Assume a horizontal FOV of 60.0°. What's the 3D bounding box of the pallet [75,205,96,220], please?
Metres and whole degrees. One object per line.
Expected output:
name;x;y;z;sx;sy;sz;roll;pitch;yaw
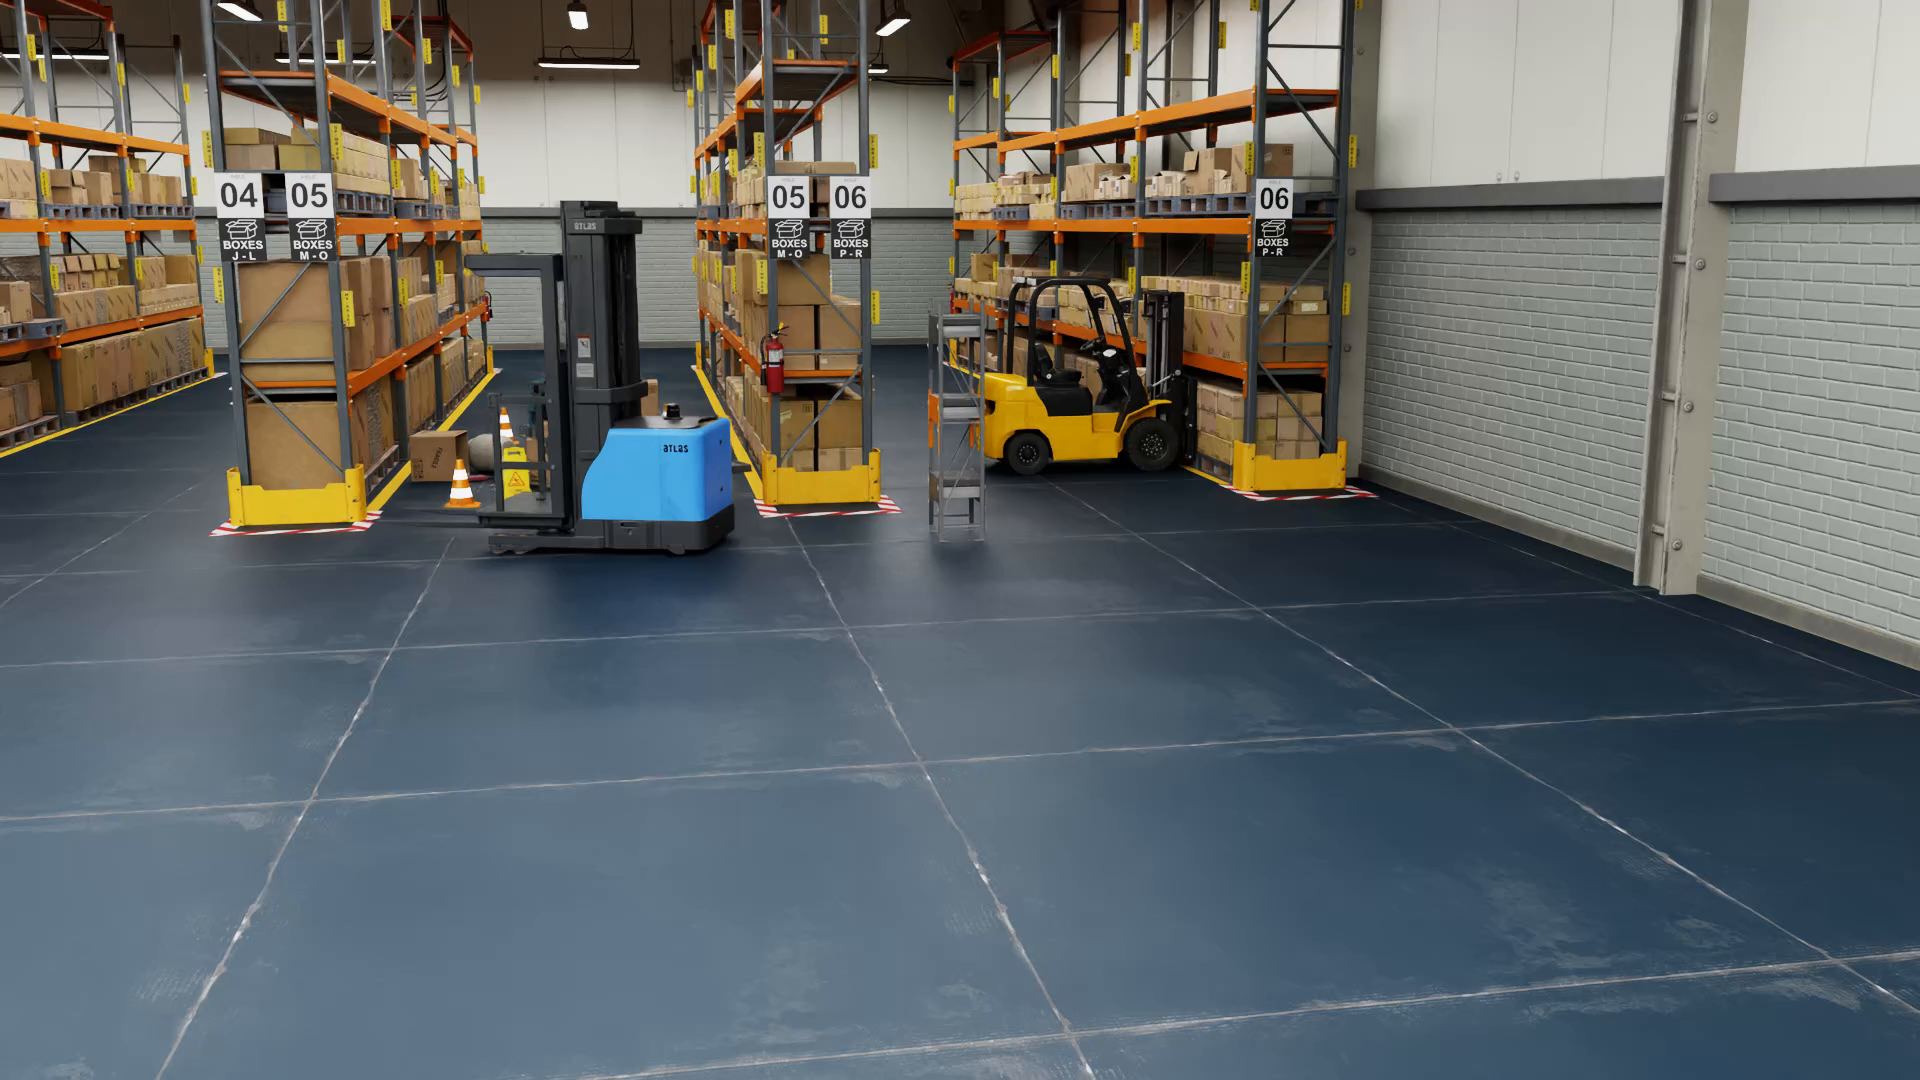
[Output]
pallet;-13.055;-4.667;23.676;1.003;0.211;1.213;-2;11;-8

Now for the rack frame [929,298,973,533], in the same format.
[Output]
rack frame;-0.080;-1.107;14.895;0.400;2.100;0.015;-2;11;-11

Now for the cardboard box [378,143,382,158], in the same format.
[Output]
cardboard box;-6.513;-4.243;18.090;0.380;0.149;0.250;-2;11;-11

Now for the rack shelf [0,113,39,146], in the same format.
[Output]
rack shelf;-12.268;-4.995;19.868;1.077;0.370;4.000;-2;11;-11

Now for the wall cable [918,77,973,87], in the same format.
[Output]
wall cable;0.534;-11.735;37.408;2.988;3.039;0.133;-2;11;-11

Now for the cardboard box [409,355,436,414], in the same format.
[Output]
cardboard box;-7.742;-2.113;22.669;1.050;0.750;0.750;-2;11;-12

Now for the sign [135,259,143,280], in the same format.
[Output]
sign;-12.905;-4.250;26.118;0.100;0.325;0.005;-2;11;-11

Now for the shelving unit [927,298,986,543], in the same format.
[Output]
shelving unit;-0.032;-1.062;14.660;0.431;2.100;0.503;-2;11;-11

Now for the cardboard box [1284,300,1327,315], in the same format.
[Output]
cardboard box;3.676;-2.479;17.695;0.380;0.149;0.250;-2;11;-12

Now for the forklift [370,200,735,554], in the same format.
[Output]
forklift;-3.562;-1.417;14.300;3.031;2.935;1.130;1;11;7

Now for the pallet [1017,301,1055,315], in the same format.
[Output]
pallet;1.549;-3.769;26.988;1.003;0.211;1.213;-2;11;-11

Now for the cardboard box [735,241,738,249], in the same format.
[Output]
cardboard box;-3.678;-5.077;28.672;0.380;0.149;0.250;-2;11;-12

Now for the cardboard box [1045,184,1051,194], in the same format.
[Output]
cardboard box;1.526;-5.400;25.560;0.380;0.149;0.250;-2;11;-13

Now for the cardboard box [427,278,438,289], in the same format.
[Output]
cardboard box;-7.821;-3.737;24.264;0.380;0.149;0.250;-3;11;-13

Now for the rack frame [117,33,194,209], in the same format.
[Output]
rack frame;-14.213;-7.379;29.400;1.000;3.000;0.127;-2;11;-11

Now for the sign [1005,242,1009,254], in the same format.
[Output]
sign;0.924;-5.714;32.755;0.100;0.325;0.005;-2;11;-11

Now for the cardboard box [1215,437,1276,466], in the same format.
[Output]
cardboard box;3.086;-0.969;17.998;0.500;0.250;0.500;-2;11;-11

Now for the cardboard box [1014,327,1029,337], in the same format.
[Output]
cardboard box;1.060;-3.562;28.420;0.380;0.149;0.250;-3;11;-14

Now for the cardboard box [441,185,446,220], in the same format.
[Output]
cardboard box;-7.829;-4.947;24.375;0.500;0.500;0.500;-2;11;-11

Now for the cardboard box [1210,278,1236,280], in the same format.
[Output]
cardboard box;3.251;-3.100;20.164;0.380;0.149;0.250;-2;11;-12

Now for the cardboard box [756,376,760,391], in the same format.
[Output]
cardboard box;-2.025;-1.698;18.083;0.380;0.149;0.250;-2;11;-9

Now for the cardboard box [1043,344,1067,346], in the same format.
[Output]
cardboard box;1.489;-3.034;26.441;0.380;0.149;0.250;-2;11;-9

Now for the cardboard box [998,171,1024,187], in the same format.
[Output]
cardboard box;0.870;-6.127;28.222;0.396;0.266;0.258;-2;11;-12

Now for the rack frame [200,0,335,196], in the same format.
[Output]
rack frame;-6.216;-4.607;14.832;1.000;3.000;0.127;-2;11;-11

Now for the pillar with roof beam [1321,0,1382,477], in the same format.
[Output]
pillar with roof beam;0.014;-4.990;16.848;9.100;9.000;0.400;-2;11;-11

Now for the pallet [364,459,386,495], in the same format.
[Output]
pallet;-6.683;-0.657;17.583;1.003;0.211;1.213;-2;11;-11

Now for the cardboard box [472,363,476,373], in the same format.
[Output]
cardboard box;-8.598;-2.981;28.838;0.380;0.149;0.250;-2;11;-13

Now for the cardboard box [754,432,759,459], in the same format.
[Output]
cardboard box;-2.002;-1.043;18.385;0.500;0.250;0.500;-3;11;-13

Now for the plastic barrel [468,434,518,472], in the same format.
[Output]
plastic barrel;-5.269;-0.975;18.688;0.512;0.421;0.421;6;12;28

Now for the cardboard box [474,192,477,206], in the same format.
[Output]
cardboard box;-8.888;-6.071;29.610;0.500;0.250;0.500;-2;11;-13

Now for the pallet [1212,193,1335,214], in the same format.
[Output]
pallet;3.376;-3.600;17.802;1.003;0.211;1.213;-2;11;-11

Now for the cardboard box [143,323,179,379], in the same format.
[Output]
cardboard box;-13.660;-3.150;27.784;0.875;0.875;0.875;-2;11;-11

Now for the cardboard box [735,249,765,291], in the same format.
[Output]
cardboard box;-2.286;-3.190;19.695;0.700;0.500;0.500;-2;11;-12

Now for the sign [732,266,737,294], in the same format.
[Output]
sign;-2.702;-3.140;20.073;0.100;0.325;0.005;-2;11;-11

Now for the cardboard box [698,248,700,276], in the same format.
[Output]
cardboard box;-4.571;-5.140;30.738;0.500;0.500;0.500;-2;11;-13

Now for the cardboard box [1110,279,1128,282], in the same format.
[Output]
cardboard box;2.345;-3.728;24.260;0.380;0.149;0.250;-2;11;-11

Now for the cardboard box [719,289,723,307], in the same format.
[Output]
cardboard box;-3.280;-3.577;24.531;0.500;0.250;0.500;-2;11;-11

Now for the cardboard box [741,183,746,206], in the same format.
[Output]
cardboard box;-2.232;-3.953;19.025;0.500;0.250;0.500;-2;11;-11

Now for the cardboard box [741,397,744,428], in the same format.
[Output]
cardboard box;-2.263;-1.603;21.002;0.950;0.372;0.625;-2;11;-10

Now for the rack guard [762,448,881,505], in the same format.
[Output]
rack guard;-1.395;-0.644;16.743;1.175;0.500;0.348;-2;11;-11

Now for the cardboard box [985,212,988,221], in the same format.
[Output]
cardboard box;0.662;-5.785;29.719;0.380;0.149;0.250;-2;11;-11

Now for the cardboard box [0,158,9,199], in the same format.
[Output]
cardboard box;-12.127;-4.470;20.531;0.500;0.500;0.500;-2;11;-10

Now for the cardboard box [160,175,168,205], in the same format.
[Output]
cardboard box;-14.068;-6.009;28.566;0.700;0.500;0.500;-3;11;-13

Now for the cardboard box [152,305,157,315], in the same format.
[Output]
cardboard box;-13.269;-3.738;26.985;0.380;0.149;0.250;-2;11;-9

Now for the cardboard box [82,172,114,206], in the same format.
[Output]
cardboard box;-13.313;-5.322;25.220;0.700;0.500;0.500;-2;11;-10

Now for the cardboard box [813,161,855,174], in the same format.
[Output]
cardboard box;-1.250;-3.673;16.486;0.380;0.149;0.250;-2;11;-11

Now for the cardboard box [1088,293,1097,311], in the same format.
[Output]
cardboard box;2.083;-3.307;23.112;0.500;0.250;0.500;-2;11;-10

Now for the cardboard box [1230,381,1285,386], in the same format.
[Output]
cardboard box;3.392;-1.665;18.977;0.500;0.250;0.500;-2;11;-11

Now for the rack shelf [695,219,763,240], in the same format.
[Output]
rack shelf;-4.103;-5.546;29.714;1.077;0.370;4.000;-2;11;-11

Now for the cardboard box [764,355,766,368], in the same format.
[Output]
cardboard box;-1.821;-1.838;17.002;0.380;0.149;0.250;-2;11;-12

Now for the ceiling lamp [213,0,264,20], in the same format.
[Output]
ceiling lamp;-10.570;-9.460;24.722;0.800;3.185;2.000;-2;11;-11

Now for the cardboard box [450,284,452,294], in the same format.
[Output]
cardboard box;-8.181;-3.930;26.074;0.380;0.149;0.250;-2;11;-9

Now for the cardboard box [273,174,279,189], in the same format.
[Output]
cardboard box;-6.712;-3.407;15.833;0.380;0.149;0.250;-2;11;-10

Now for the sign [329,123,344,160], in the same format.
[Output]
sign;-5.671;-3.620;15.124;0.100;0.325;0.005;-2;11;-11

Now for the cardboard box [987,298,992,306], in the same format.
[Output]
cardboard box;0.698;-4.260;29.727;0.380;0.149;0.250;-2;11;-10

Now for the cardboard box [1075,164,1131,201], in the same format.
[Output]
cardboard box;2.030;-5.054;23.547;0.700;0.500;0.500;-2;11;-12
